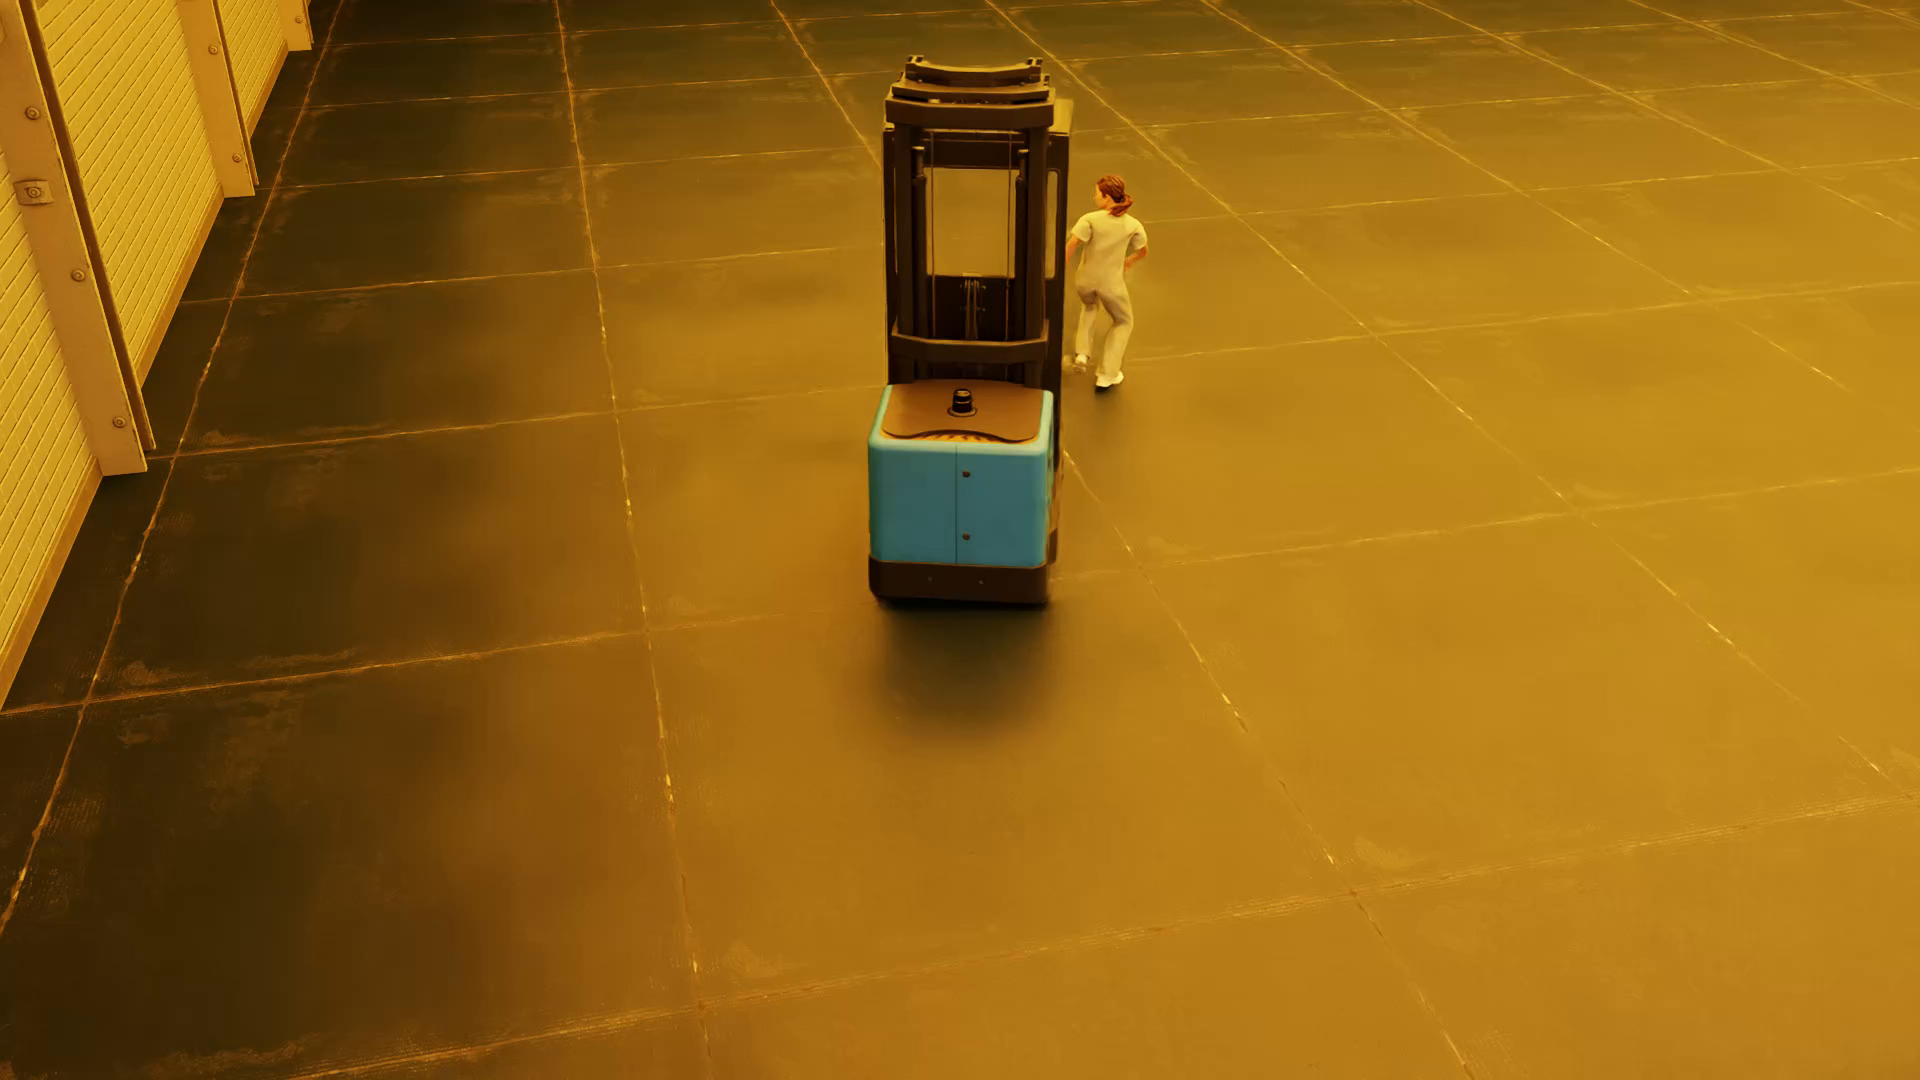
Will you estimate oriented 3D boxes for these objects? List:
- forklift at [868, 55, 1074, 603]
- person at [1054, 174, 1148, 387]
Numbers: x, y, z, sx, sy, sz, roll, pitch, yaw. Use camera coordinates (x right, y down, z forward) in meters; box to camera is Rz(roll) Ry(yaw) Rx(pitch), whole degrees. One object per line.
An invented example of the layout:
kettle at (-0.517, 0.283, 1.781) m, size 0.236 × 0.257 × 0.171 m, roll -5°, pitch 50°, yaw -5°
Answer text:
forklift at (0.118, -1.610, 10.355) m, size 1.130 × 2.935 × 3.031 m, roll 3°, pitch 30°, yaw 5°
person at (1.039, -1.894, 12.195) m, size 0.616 × 1.617 × 0.655 m, roll 8°, pitch 31°, yaw 14°
